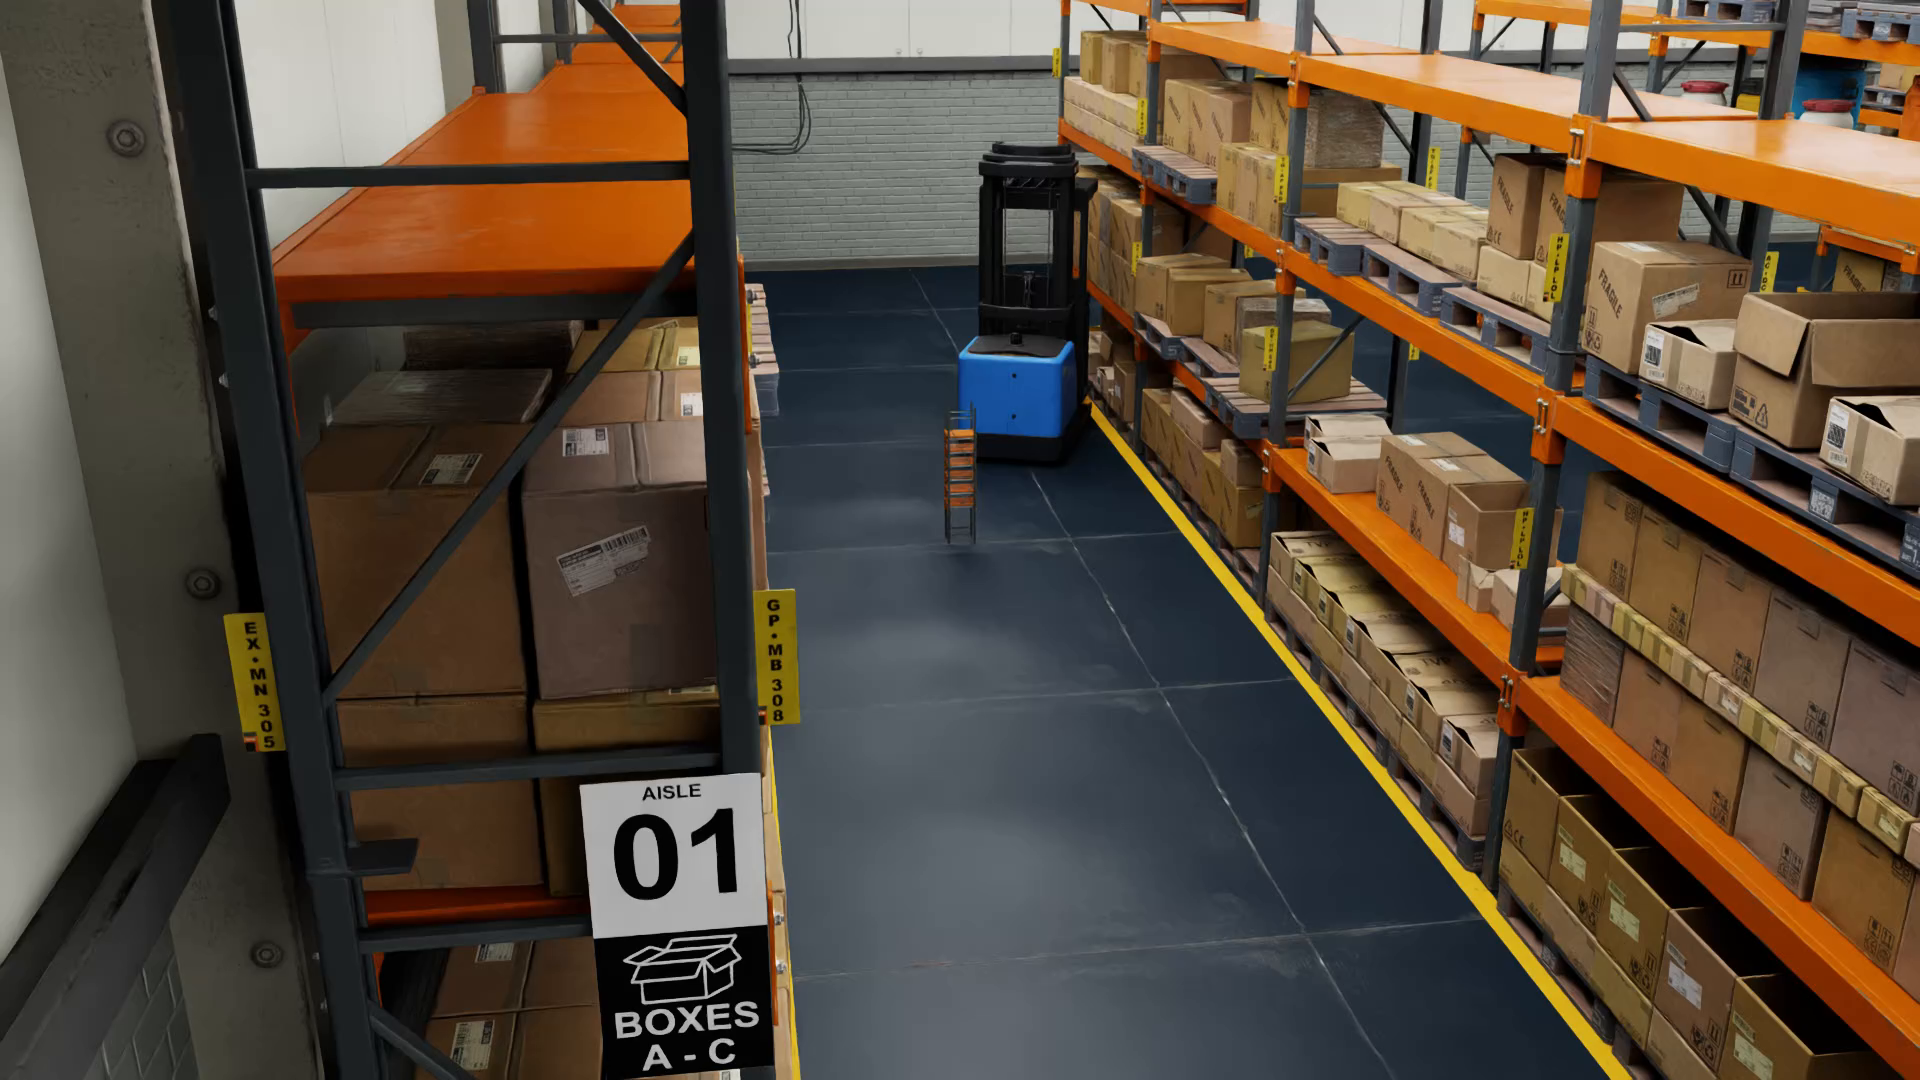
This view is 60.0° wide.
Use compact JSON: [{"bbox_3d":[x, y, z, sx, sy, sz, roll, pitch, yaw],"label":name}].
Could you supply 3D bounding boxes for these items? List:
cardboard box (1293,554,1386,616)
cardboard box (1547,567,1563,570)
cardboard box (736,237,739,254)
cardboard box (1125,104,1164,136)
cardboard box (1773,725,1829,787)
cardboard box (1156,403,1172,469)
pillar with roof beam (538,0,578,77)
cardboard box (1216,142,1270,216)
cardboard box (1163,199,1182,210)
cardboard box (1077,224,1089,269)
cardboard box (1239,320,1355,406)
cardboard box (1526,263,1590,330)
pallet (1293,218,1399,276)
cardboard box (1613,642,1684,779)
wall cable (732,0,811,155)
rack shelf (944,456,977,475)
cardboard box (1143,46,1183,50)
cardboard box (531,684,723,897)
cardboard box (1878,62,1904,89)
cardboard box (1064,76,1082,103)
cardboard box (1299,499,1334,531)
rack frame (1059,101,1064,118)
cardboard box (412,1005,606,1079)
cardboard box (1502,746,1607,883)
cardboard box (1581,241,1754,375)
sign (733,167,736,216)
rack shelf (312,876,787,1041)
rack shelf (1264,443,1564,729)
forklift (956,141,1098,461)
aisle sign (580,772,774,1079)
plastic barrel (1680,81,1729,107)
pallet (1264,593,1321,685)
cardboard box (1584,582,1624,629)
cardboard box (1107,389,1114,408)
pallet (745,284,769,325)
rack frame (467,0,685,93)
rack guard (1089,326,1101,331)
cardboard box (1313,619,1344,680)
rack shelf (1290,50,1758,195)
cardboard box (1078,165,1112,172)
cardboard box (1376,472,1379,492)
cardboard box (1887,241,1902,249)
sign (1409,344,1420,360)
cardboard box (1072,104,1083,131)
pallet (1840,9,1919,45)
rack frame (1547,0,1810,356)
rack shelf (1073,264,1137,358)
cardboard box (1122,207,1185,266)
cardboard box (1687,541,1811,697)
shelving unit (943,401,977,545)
[{"bbox_3d":[2.670,0.290,11.681,0.500,0.311,0.500,-3,21,-9],"label":"cardboard box"},{"bbox_3d":[3.452,0.269,9.567,0.380,0.149,0.250,-3,21,-8],"label":"cardboard box"},{"bbox_3d":[-1.093,-0.860,6.344,0.500,0.500,0.500,-2,21,-5],"label":"cardboard box"},{"bbox_3d":[1.886,-4.025,15.918,0.500,0.250,0.500,-3,21,-8],"label":"cardboard box"},{"bbox_3d":[3.485,0.843,6.601,0.380,0.149,0.250,-3,21,-8],"label":"cardboard box"},{"bbox_3d":[2.141,-0.972,15.477,0.500,0.500,0.500,-3,21,-7],"label":"cardboard box"},{"bbox_3d":[0.626,-5.276,15.482,9.100,9.000,0.400,-3,21,-8],"label":"pillar with roof beam"},{"bbox_3d":[2.557,-2.874,13.195,0.910,0.500,0.500,-3,21,-8],"label":"cardboard box"},{"bbox_3d":[2.360,-3.172,16.851,0.500,0.500,0.500,-4,21,-9],"label":"cardboard box"},{"bbox_3d":[1.600,-3.214,18.391,0.500,0.500,0.500,-3,21,-8],"label":"cardboard box"},{"bbox_3d":[2.599,-1.372,12.860,0.700,0.500,0.500,-10,23,-26],"label":"cardboard box"},{"bbox_3d":[3.299,-1.277,8.675,0.500,0.250,0.500,-1,20,-2],"label":"cardboard box"},{"bbox_3d":[2.988,-2.003,11.274,1.213,0.211,1.003,-2,21,-5],"label":"pallet"},{"bbox_3d":[3.531,0.757,7.758,0.700,0.500,0.500,-3,21,-8],"label":"cardboard box"},{"bbox_3d":[-3.715,-6.767,23.911,3.097,2.526,0.112,-3,21,-8],"label":"wall cable"},{"bbox_3d":[0.002,-0.628,13.966,0.258,0.103,0.180,-3,21,-8],"label":"rack shelf"},{"bbox_3d":[2.185,-4.568,16.301,0.700,0.500,0.500,-3,21,-8],"label":"cardboard box"},{"bbox_3d":[-0.748,0.515,4.092,0.500,0.500,0.500,-2,21,-6],"label":"cardboard box"},{"bbox_3d":[11.580,-5.703,20.025,0.700,0.500,0.500,-4,21,-11],"label":"cardboard box"},{"bbox_3d":[1.465,-5.064,18.701,0.500,0.250,0.500,-3,21,-8],"label":"cardboard box"},{"bbox_3d":[3.019,-0.123,13.203,0.500,0.500,0.500,-2,21,-5],"label":"cardboard box"},{"bbox_3d":[1.648,-3.686,19.798,1.000,3.000,0.127,-3,21,-8],"label":"rack frame"},{"bbox_3d":[-1.225,1.662,4.594,0.500,0.500,0.500,-3,21,-8],"label":"cardboard box"},{"bbox_3d":[3.135,1.385,8.479,0.500,0.500,0.500,-3,21,-8],"label":"cardboard box"},{"bbox_3d":[3.190,-1.058,7.531,0.500,0.500,0.500,-1,21,-3],"label":"cardboard box"},{"bbox_3d":[-1.563,-2.339,11.166,0.100,0.325,0.005,-3,21,-8],"label":"sign"},{"bbox_3d":[-1.235,0.344,5.749,1.077,0.370,4.000,-3,21,-8],"label":"rack shelf"},{"bbox_3d":[3.090,0.113,10.654,1.077,0.370,4.000,-3,21,-8],"label":"rack shelf"},{"bbox_3d":[0.786,-2.613,17.024,1.130,2.935,3.031,4,21,12],"label":"forklift"},{"bbox_3d":[-0.640,0.897,3.813,0.394,0.787,0.004,-3,21,-8],"label":"aisle sign"},{"bbox_3d":[6.955,-4.020,15.612,0.433,0.535,0.433,0,20,0],"label":"plastic barrel"},{"bbox_3d":[2.881,0.677,12.102,1.003,0.211,1.213,-3,21,-8],"label":"pallet"},{"bbox_3d":[3.261,0.308,8.035,0.380,0.149,0.250,-3,21,-7],"label":"cardboard box"},{"bbox_3d":[1.748,-1.482,17.342,0.380,0.149,0.250,-3,21,-8],"label":"cardboard box"},{"bbox_3d":[-1.660,-1.176,9.058,1.213,0.211,1.003,-3,21,-8],"label":"pallet"},{"bbox_3d":[-1.523,-2.091,6.952,1.000,3.000,0.127,-3,21,-8],"label":"rack frame"},{"bbox_3d":[1.659,-2.489,20.165,1.175,0.500,0.348,-3,21,-8],"label":"rack guard"},{"bbox_3d":[2.740,0.725,11.318,0.500,0.250,0.500,-3,21,-9],"label":"cardboard box"},{"bbox_3d":[3.090,-2.510,9.675,1.077,0.370,4.000,-3,21,-8],"label":"rack shelf"},{"bbox_3d":[1.451,-4.034,19.159,0.500,0.500,0.500,-2,21,-6],"label":"cardboard box"},{"bbox_3d":[3.041,-0.360,11.252,0.380,0.149,0.250,-1,21,-4],"label":"cardboard box"},{"bbox_3d":[11.326,-3.572,19.851,0.380,0.149,0.250,-3,21,-9],"label":"cardboard box"},{"bbox_3d":[3.350,-1.488,12.258,0.100,0.325,0.005,-3,21,-8],"label":"sign"},{"bbox_3d":[1.530,-4.657,18.324,0.500,0.250,0.500,-3,21,-8],"label":"cardboard box"},{"bbox_3d":[7.630,-3.951,12.774,1.213,0.211,1.003,-3,21,-8],"label":"pallet"},{"bbox_3d":[3.378,-2.342,7.625,1.000,3.000,0.127,-3,21,-8],"label":"rack frame"},{"bbox_3d":[1.936,-2.657,18.070,1.077,0.370,4.000,-3,21,-8],"label":"rack shelf"},{"bbox_3d":[1.896,-2.978,16.332,0.500,0.500,0.500,-3,21,-7],"label":"cardboard box"},{"bbox_3d":[3.594,0.316,7.087,0.700,0.500,0.500,-3,21,-8],"label":"cardboard box"},{"bbox_3d":[0.002,-0.557,13.993,0.258,1.200,0.189,-3,21,-8],"label":"shelving unit"}]
